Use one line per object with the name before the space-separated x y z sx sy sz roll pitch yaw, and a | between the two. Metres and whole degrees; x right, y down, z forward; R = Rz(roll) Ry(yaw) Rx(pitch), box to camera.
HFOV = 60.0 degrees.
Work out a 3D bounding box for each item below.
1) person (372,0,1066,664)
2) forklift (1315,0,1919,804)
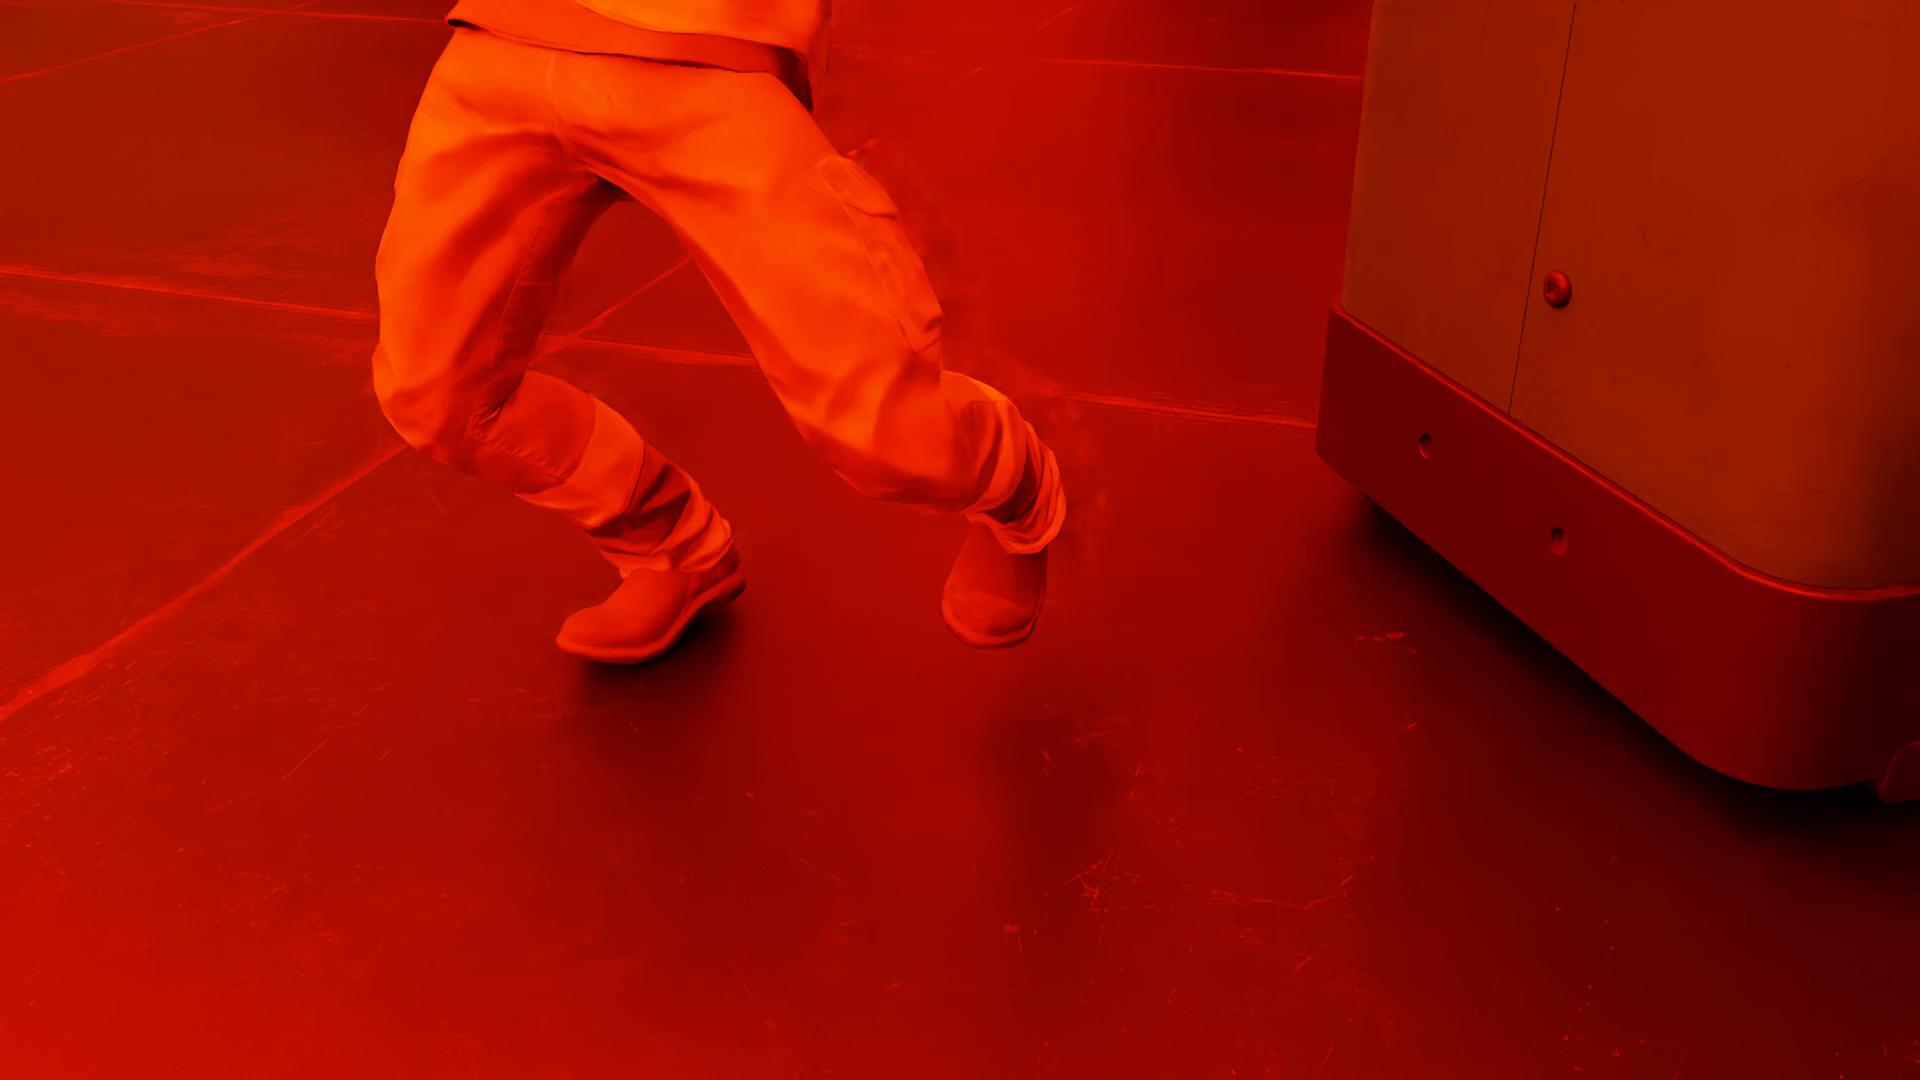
person | -0.405 -0.617 1.885 1.073 1.625 0.697 11 29 20
forklift | 2.135 -1.389 1.997 3.031 2.935 1.130 -8 28 -15
